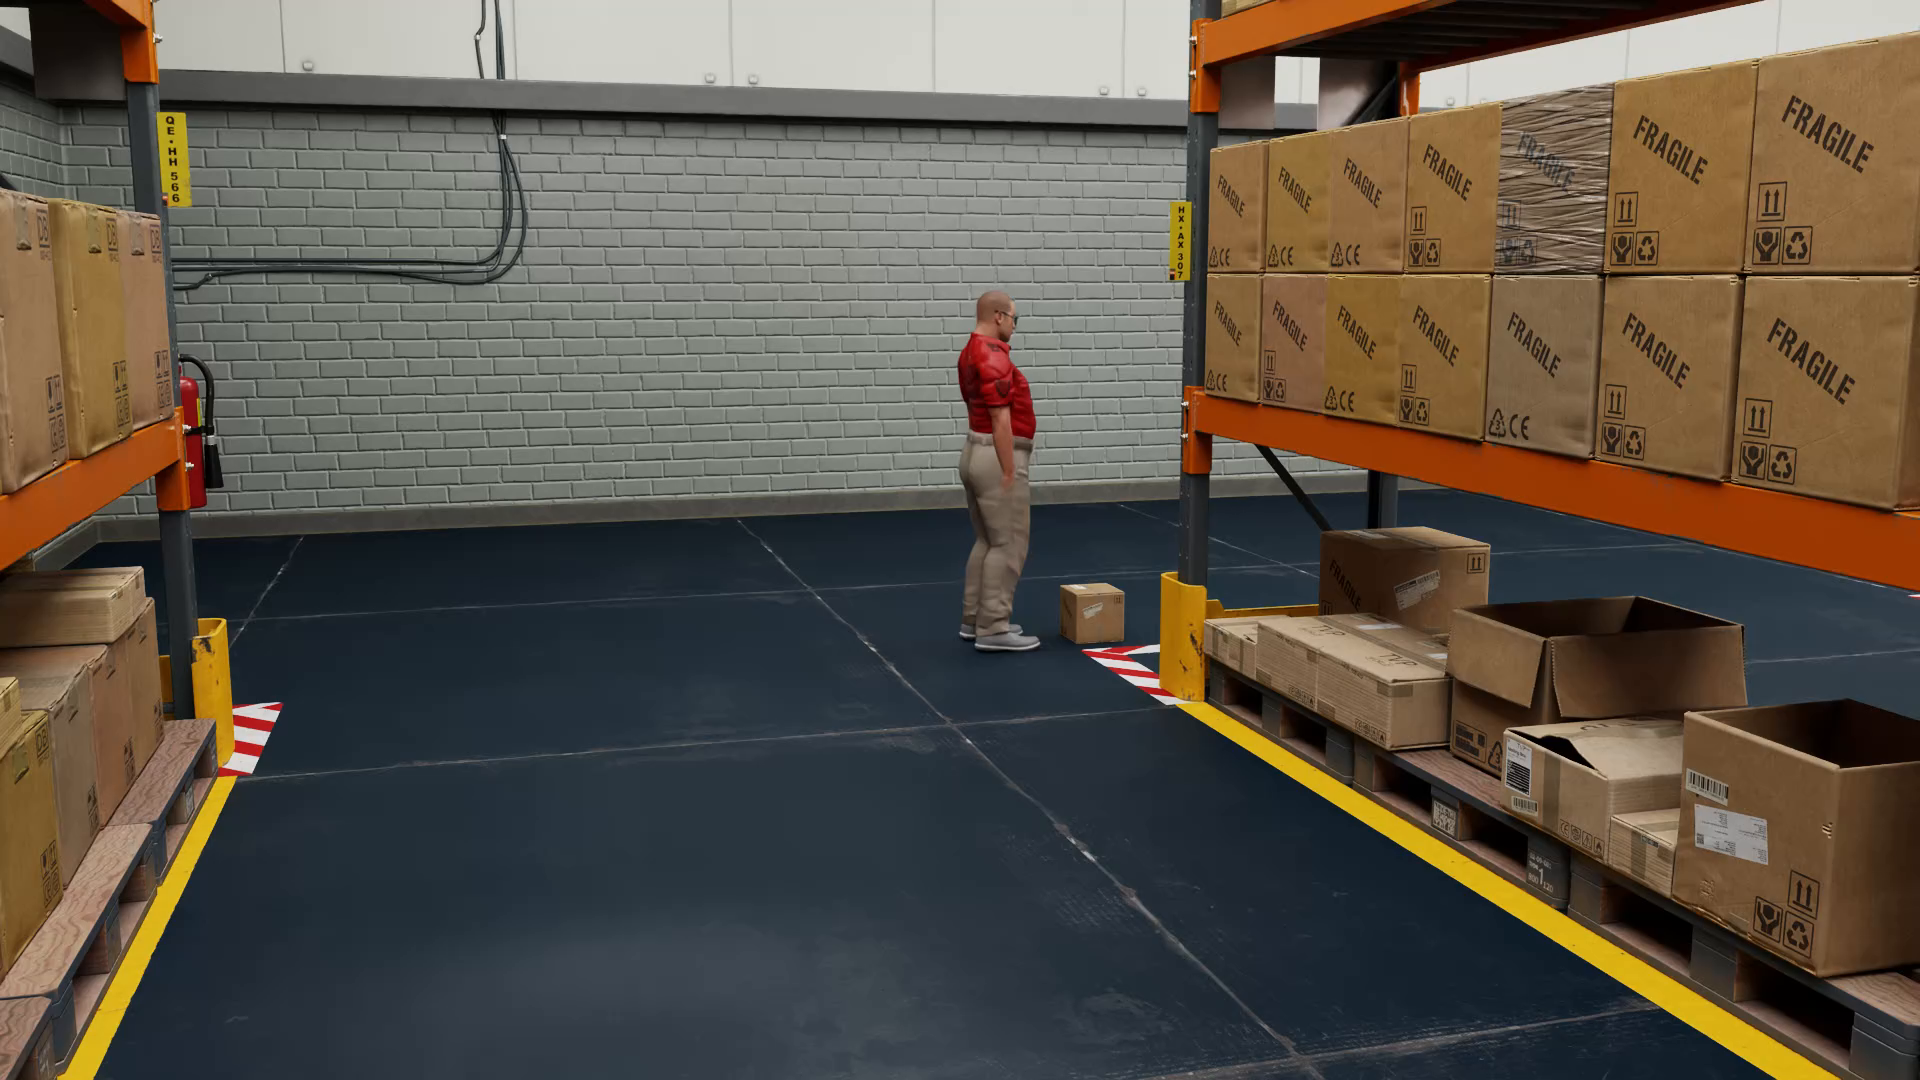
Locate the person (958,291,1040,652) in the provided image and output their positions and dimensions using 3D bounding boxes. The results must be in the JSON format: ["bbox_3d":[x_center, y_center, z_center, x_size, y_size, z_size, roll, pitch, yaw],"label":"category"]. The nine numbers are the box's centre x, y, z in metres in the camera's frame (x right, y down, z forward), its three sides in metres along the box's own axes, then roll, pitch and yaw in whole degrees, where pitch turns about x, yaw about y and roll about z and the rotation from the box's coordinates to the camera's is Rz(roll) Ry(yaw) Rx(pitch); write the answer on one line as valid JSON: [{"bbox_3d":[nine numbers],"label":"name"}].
[{"bbox_3d":[0.184,-0.340,8.065,0.359,1.721,0.529,-2,9,-15],"label":"person"}]
